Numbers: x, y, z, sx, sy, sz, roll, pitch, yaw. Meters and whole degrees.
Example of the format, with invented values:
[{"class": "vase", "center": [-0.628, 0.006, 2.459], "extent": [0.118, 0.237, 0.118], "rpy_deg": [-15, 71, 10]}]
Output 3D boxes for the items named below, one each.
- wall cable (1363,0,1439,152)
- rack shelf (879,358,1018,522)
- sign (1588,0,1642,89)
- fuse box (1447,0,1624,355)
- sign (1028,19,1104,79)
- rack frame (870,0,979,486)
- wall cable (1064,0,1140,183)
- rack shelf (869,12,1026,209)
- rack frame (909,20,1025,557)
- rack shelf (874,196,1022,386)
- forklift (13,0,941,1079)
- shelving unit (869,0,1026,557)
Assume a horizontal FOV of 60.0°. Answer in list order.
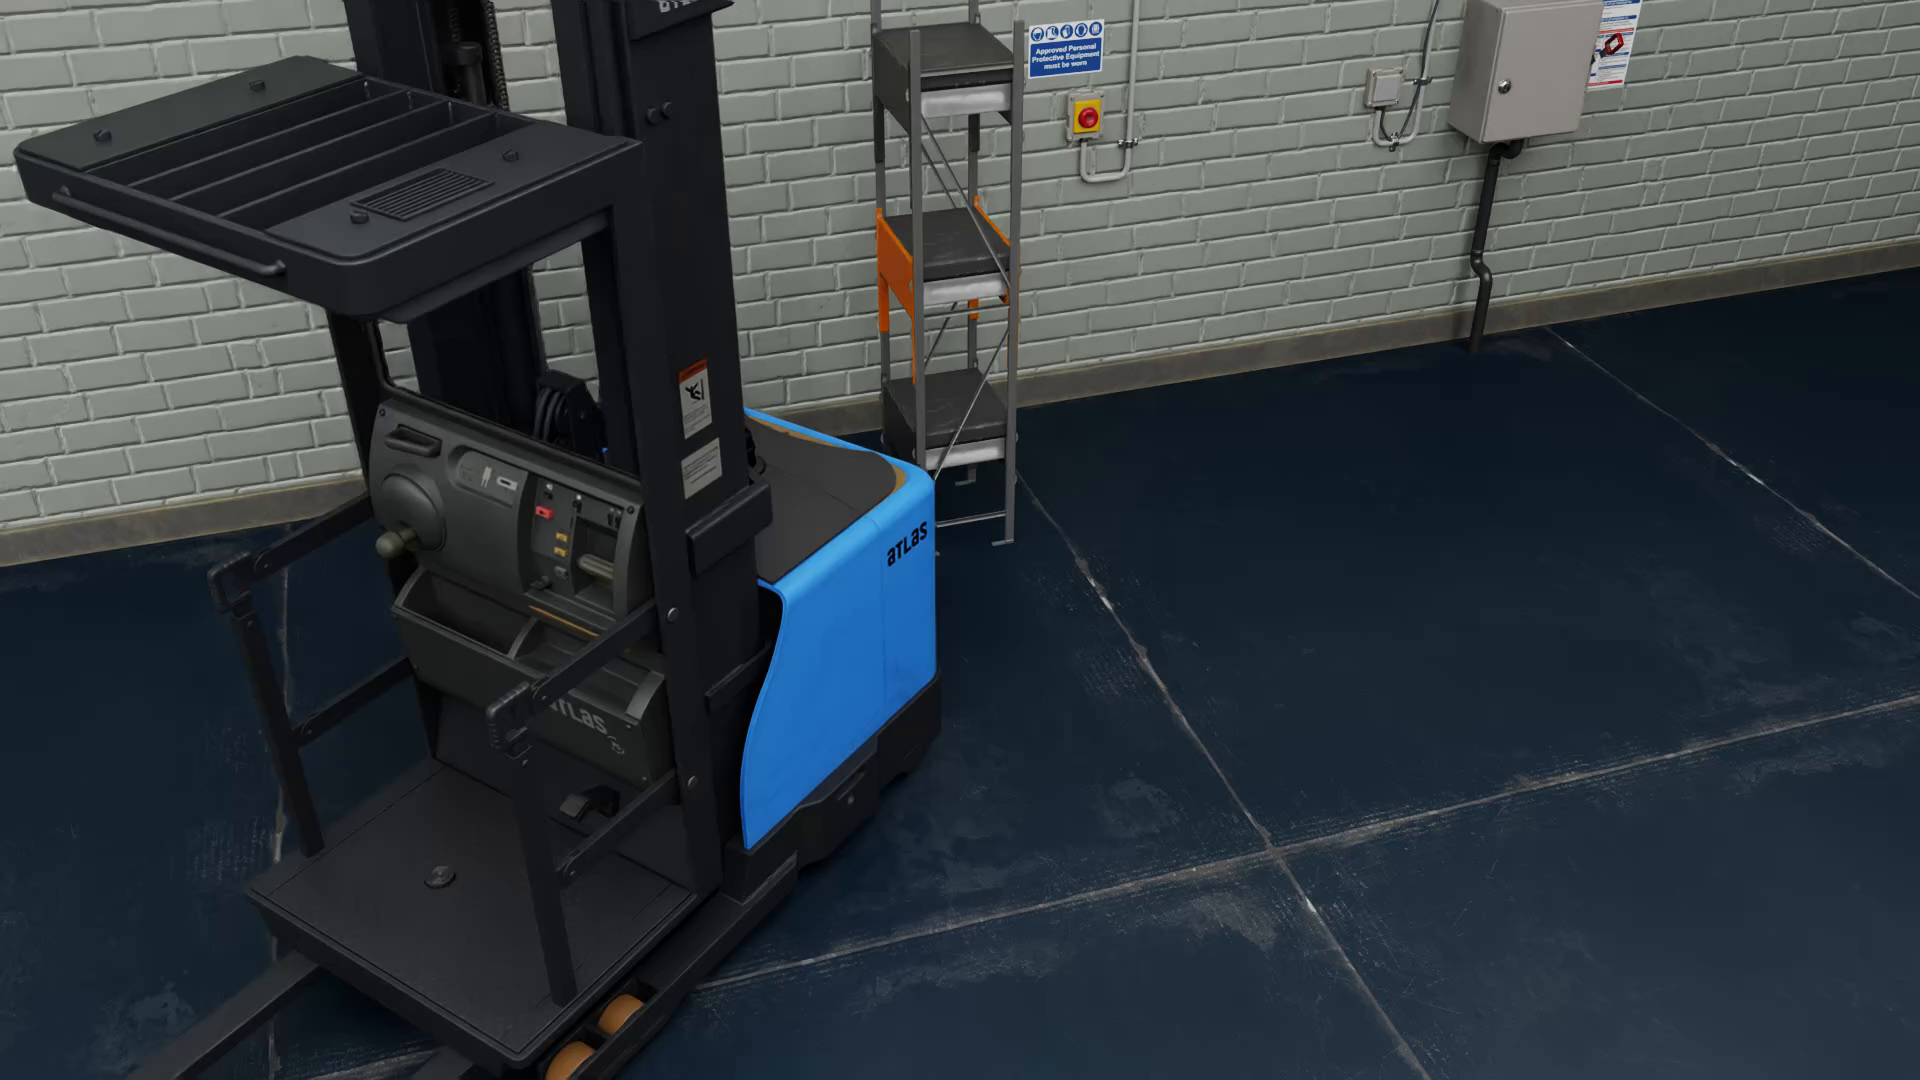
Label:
[{"class": "wall cable", "center": [1.848, -2.552, 6.969], "extent": [0.588, 1.984, 0.122], "rpy_deg": [-10, 35, -15]}, {"class": "rack shelf", "center": [-0.050, -0.368, 6.696], "extent": [0.431, 0.518, 0.480], "rpy_deg": [-10, 35, -15]}, {"class": "sign", "center": [2.953, -2.312, 7.614], "extent": [0.329, 0.494, 0.001], "rpy_deg": [-10, 35, -15]}, {"class": "fuse box", "center": [2.546, -1.622, 7.653], "extent": [0.539, 1.711, 0.414], "rpy_deg": [-10, 35, -15]}, {"class": "sign", "center": [0.436, -2.020, 6.841], "extent": [0.327, 0.218, 0.001], "rpy_deg": [-10, 35, -15]}, {"class": "rack frame", "center": [-0.125, -1.091, 6.497], "extent": [0.400, 2.100, 0.015], "rpy_deg": [-10, 35, -15]}, {"class": "wall cable", "center": [0.501, -2.320, 6.591], "extent": [0.585, 1.953, 0.123], "rpy_deg": [-10, 35, -15]}, {"class": "rack shelf", "center": [-0.050, -1.536, 5.924], "extent": [0.431, 0.518, 0.480], "rpy_deg": [-10, 35, -15]}, {"class": "rack frame", "center": [0.024, -0.835, 6.109], "extent": [0.400, 2.100, 0.015], "rpy_deg": [-10, 35, -15]}, {"class": "rack shelf", "center": [-0.050, -0.952, 6.310], "extent": [0.431, 0.518, 0.480], "rpy_deg": [-10, 35, -15]}, {"class": "forklift", "center": [-1.290, -0.008, 4.103], "extent": [1.130, 2.935, 3.031], "rpy_deg": [20, 38, 27]}, {"class": "shelving unit", "center": [-0.050, -0.963, 6.303], "extent": [0.431, 2.100, 0.503], "rpy_deg": [-10, 35, -15]}]
